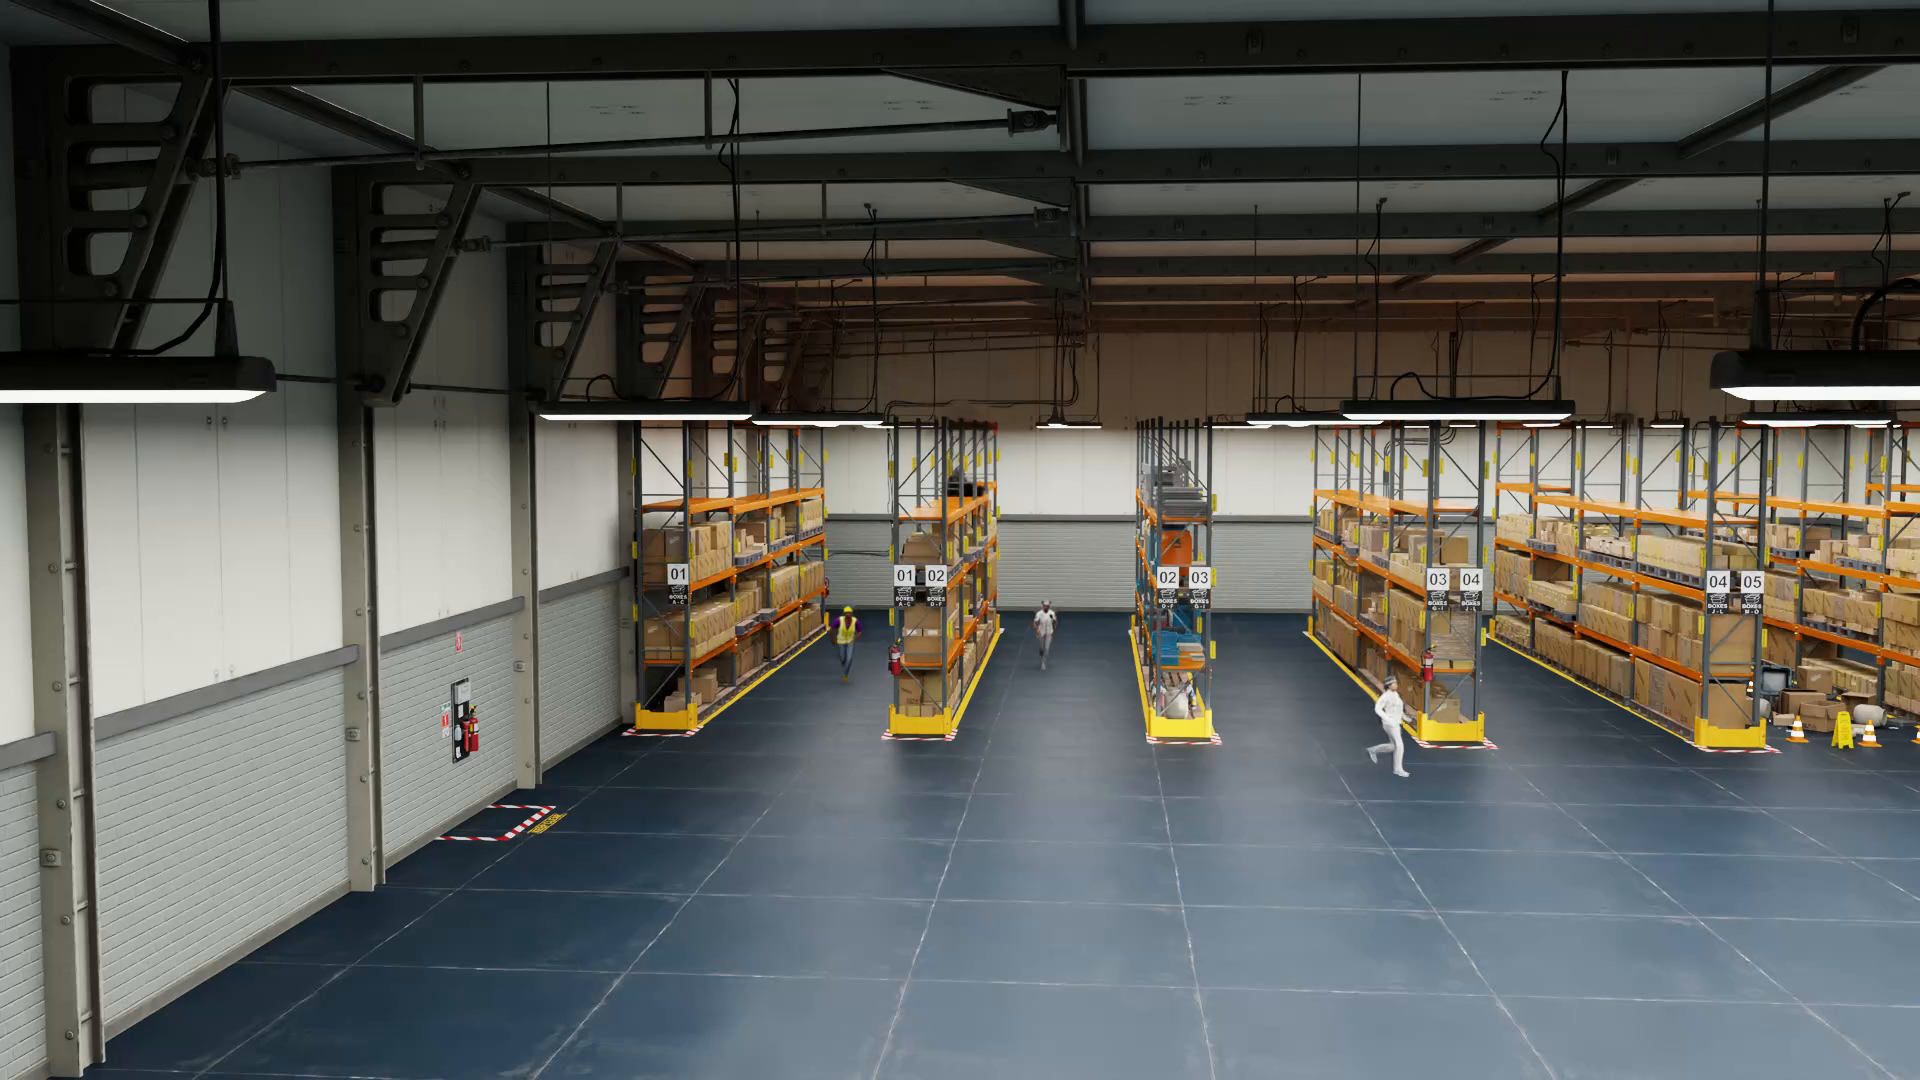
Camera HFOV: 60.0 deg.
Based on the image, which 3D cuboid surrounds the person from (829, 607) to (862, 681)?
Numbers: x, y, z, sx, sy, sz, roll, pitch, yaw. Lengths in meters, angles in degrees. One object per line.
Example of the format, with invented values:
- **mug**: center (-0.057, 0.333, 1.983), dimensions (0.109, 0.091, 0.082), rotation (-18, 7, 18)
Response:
- **person**: center (-2.629, 2.386, 38.261), dimensions (0.747, 1.711, 0.677), rotation (0, 4, -5)

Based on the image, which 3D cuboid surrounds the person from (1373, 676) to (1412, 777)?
- **person**: center (7.208, 3.093, 27.755), dimensions (0.655, 1.673, 0.618), rotation (3, 5, 36)

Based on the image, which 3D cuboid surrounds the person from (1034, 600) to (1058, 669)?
- **person**: center (2.084, 2.274, 40.330), dimensions (0.595, 1.665, 0.584), rotation (0, 4, -2)
